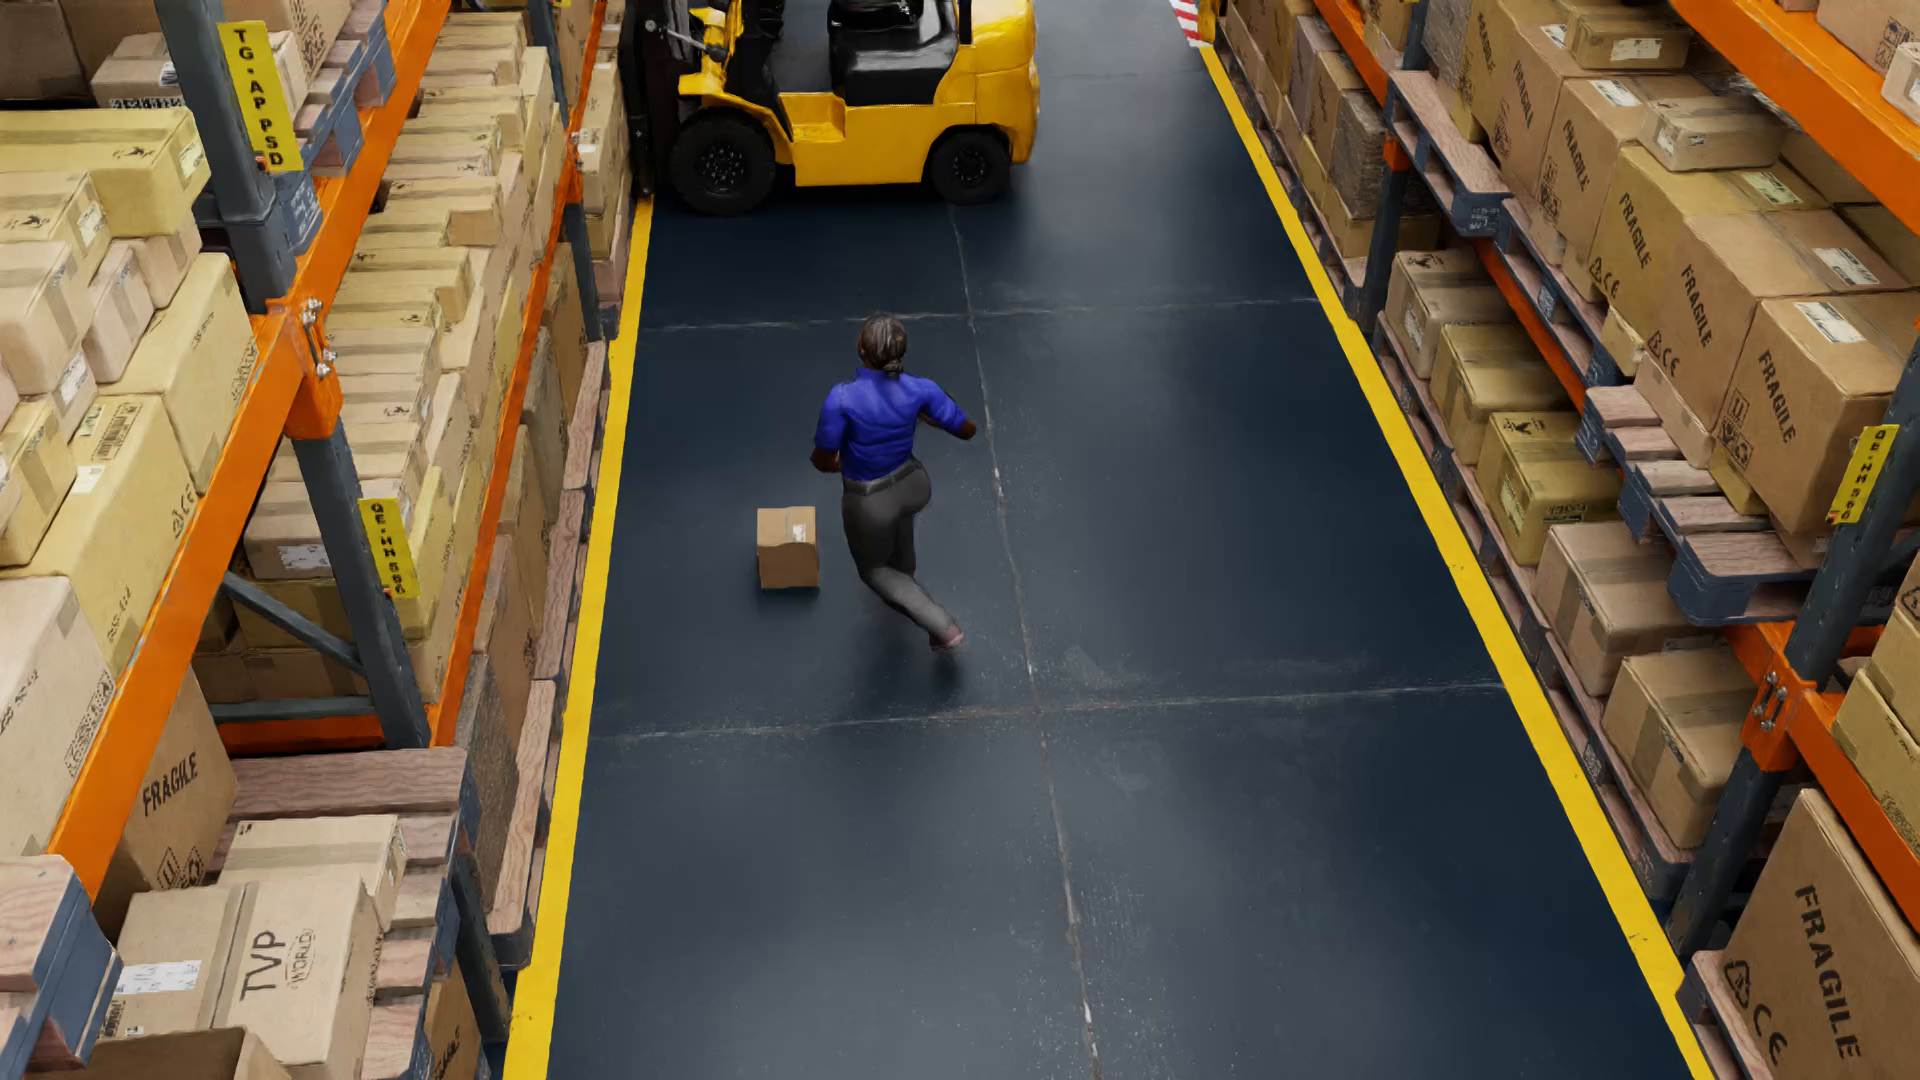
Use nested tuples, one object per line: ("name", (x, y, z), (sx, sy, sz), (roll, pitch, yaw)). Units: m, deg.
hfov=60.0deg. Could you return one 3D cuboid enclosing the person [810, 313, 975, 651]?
("person", (-0.287, -0.232, 6.532), (0.637, 1.524, 0.910), (-25, 45, -27))
